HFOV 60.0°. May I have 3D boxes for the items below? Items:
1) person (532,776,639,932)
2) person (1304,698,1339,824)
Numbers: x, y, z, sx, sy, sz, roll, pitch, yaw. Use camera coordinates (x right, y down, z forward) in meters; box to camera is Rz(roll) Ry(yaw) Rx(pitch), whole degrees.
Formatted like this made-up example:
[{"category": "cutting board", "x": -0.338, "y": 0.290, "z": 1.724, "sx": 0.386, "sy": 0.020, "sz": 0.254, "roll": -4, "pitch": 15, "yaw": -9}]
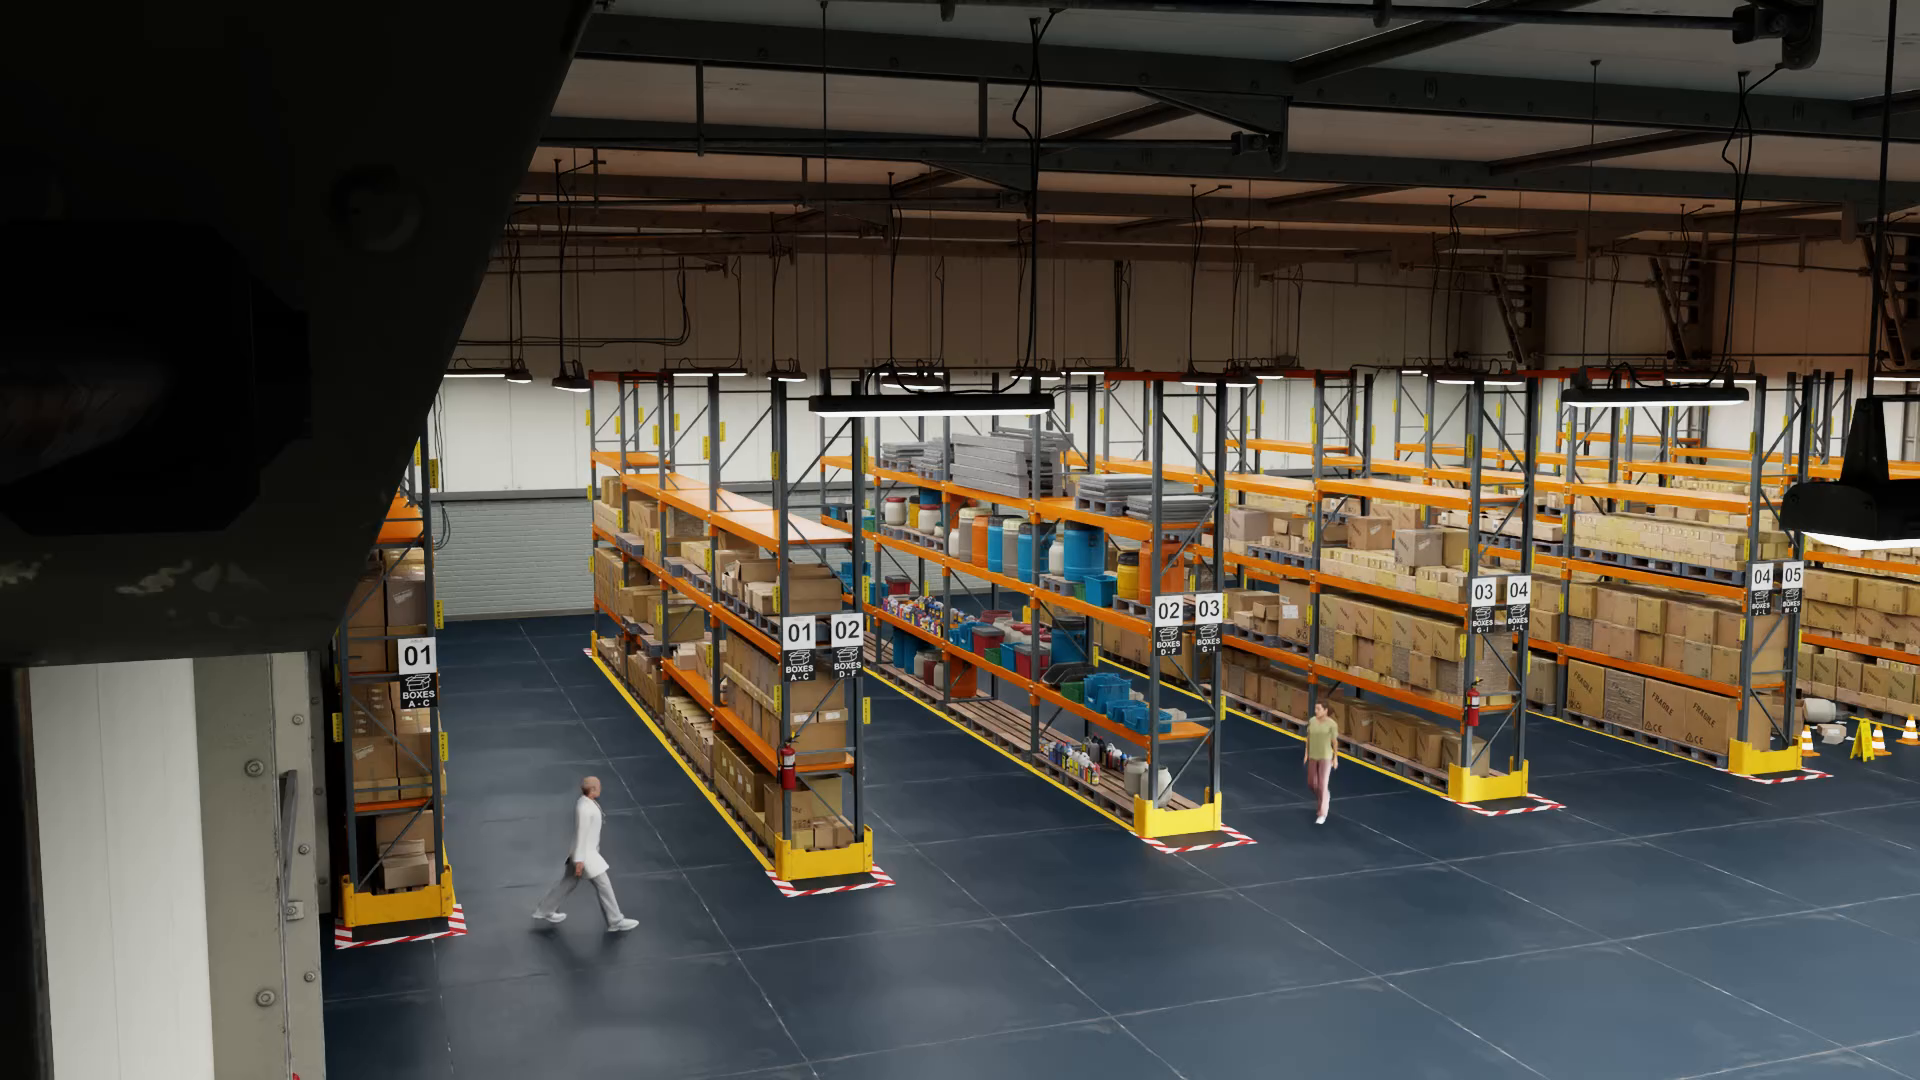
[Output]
[{"category": "person", "x": -4.135, "y": 3.444, "z": 18.280, "sx": 1.206, "sy": 1.717, "sz": 0.615, "roll": 0, "pitch": 6, "yaw": -3}, {"category": "person", "x": 4.942, "y": 2.970, "z": 22.680, "sx": 0.439, "sy": 1.662, "sz": 0.764, "roll": 5, "pitch": 8, "yaw": 40}]
